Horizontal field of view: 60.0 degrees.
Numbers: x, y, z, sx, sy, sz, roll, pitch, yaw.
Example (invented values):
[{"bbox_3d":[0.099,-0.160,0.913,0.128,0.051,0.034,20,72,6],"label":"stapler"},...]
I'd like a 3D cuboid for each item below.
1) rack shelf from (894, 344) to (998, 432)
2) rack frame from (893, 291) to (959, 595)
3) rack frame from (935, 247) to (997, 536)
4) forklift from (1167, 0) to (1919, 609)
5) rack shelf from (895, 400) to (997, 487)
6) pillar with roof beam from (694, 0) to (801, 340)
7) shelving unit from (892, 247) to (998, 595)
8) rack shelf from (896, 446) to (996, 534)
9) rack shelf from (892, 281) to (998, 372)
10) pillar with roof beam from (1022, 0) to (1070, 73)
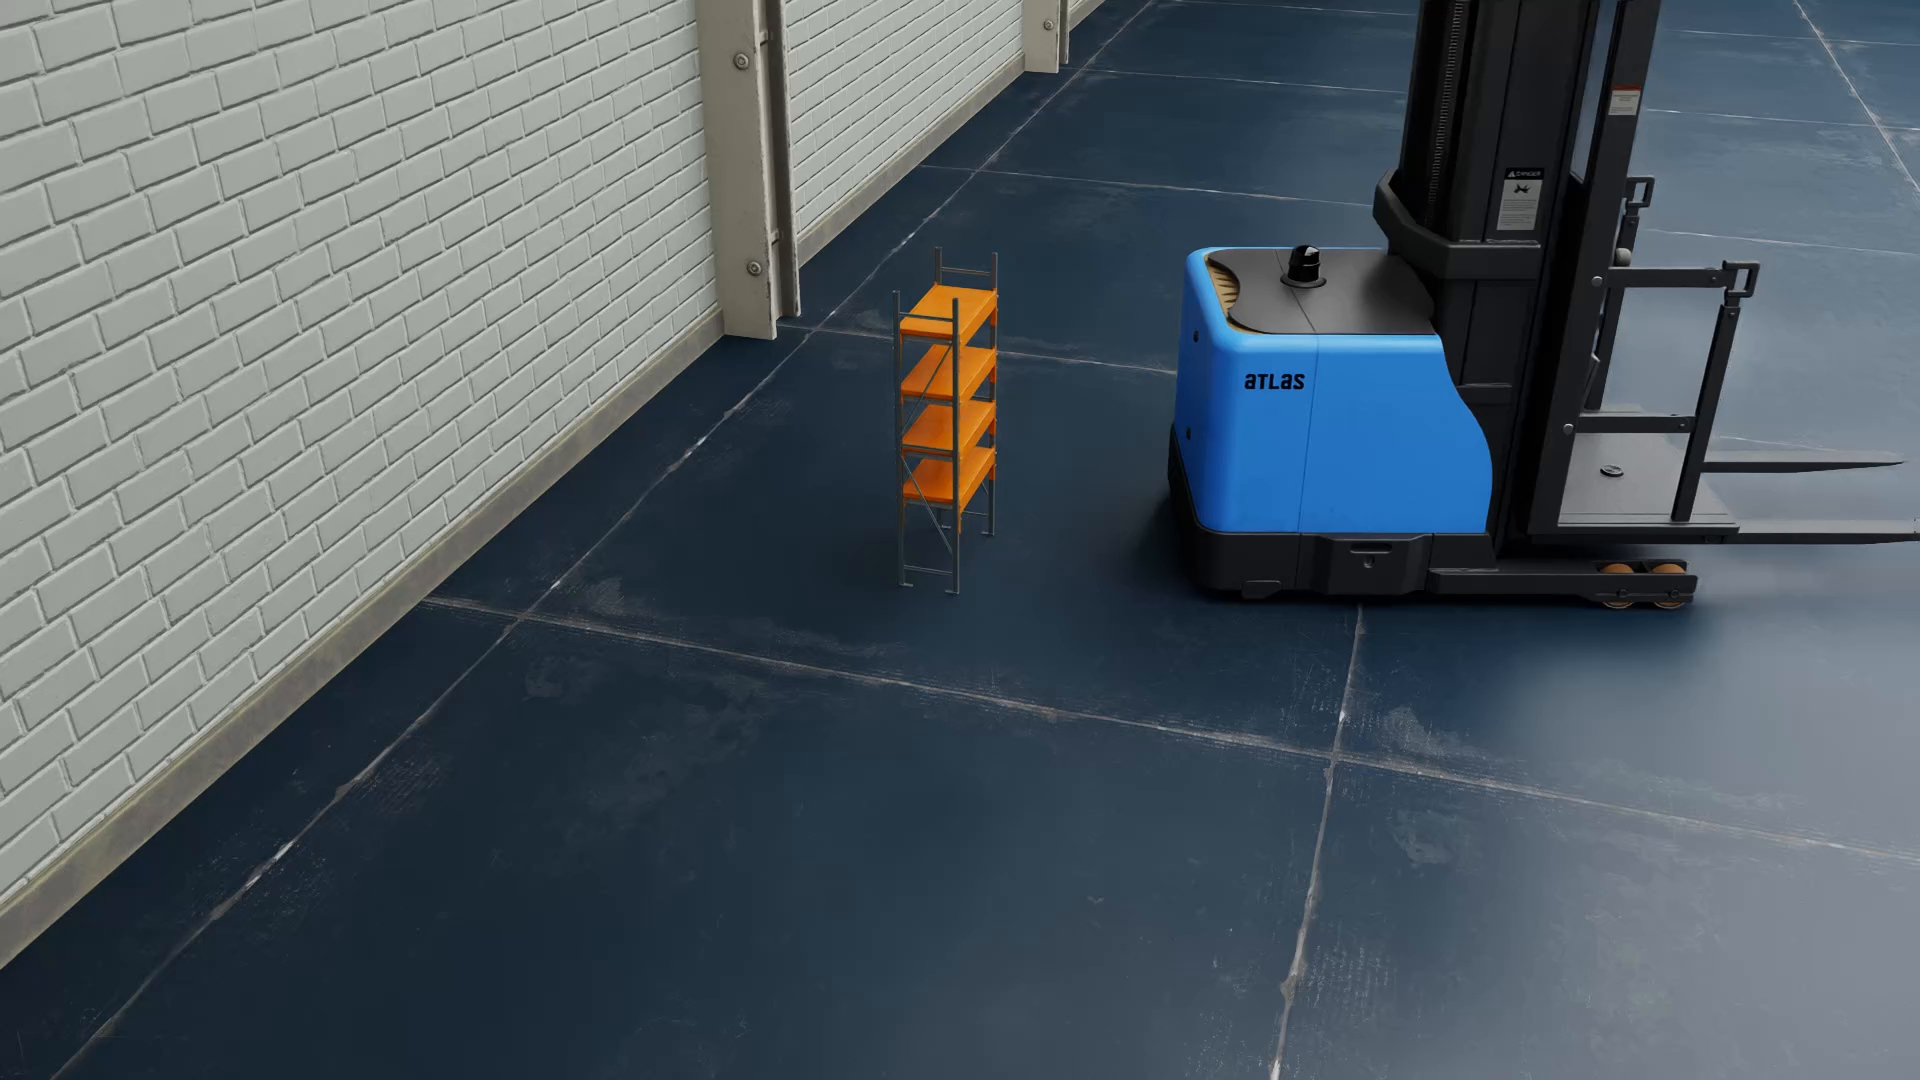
[{"bbox_3d":[-0.049,-0.584,6.244,0.258,0.148,0.480,8,30,15],"label":"rack shelf"},{"bbox_3d":[-0.120,-0.334,6.116,0.240,1.200,0.015,8,30,15],"label":"rack frame"},{"bbox_3d":[0.023,-0.561,6.524,0.240,1.200,0.015,8,30,15],"label":"rack frame"},{"bbox_3d":[2.397,-1.282,6.039,3.031,2.935,1.130,0,29,0],"label":"forklift"},{"bbox_3d":[-0.049,-0.389,6.353,0.258,0.148,0.480,8,30,15],"label":"rack shelf"},{"bbox_3d":[3.057,-4.468,5.525,9.100,9.000,0.400,8,30,15],"label":"pillar with roof beam"},{"bbox_3d":[-0.049,-0.447,6.320,0.258,1.200,0.503,8,30,15],"label":"shelving unit"},{"bbox_3d":[-0.049,-0.215,6.449,0.258,0.148,0.480,8,30,15],"label":"rack shelf"},{"bbox_3d":[-0.049,-0.791,6.129,0.258,0.148,0.480,8,30,15],"label":"rack shelf"},{"bbox_3d":[4.818,-7.257,10.538,9.100,9.000,0.400,8,30,15],"label":"pillar with roof beam"}]
